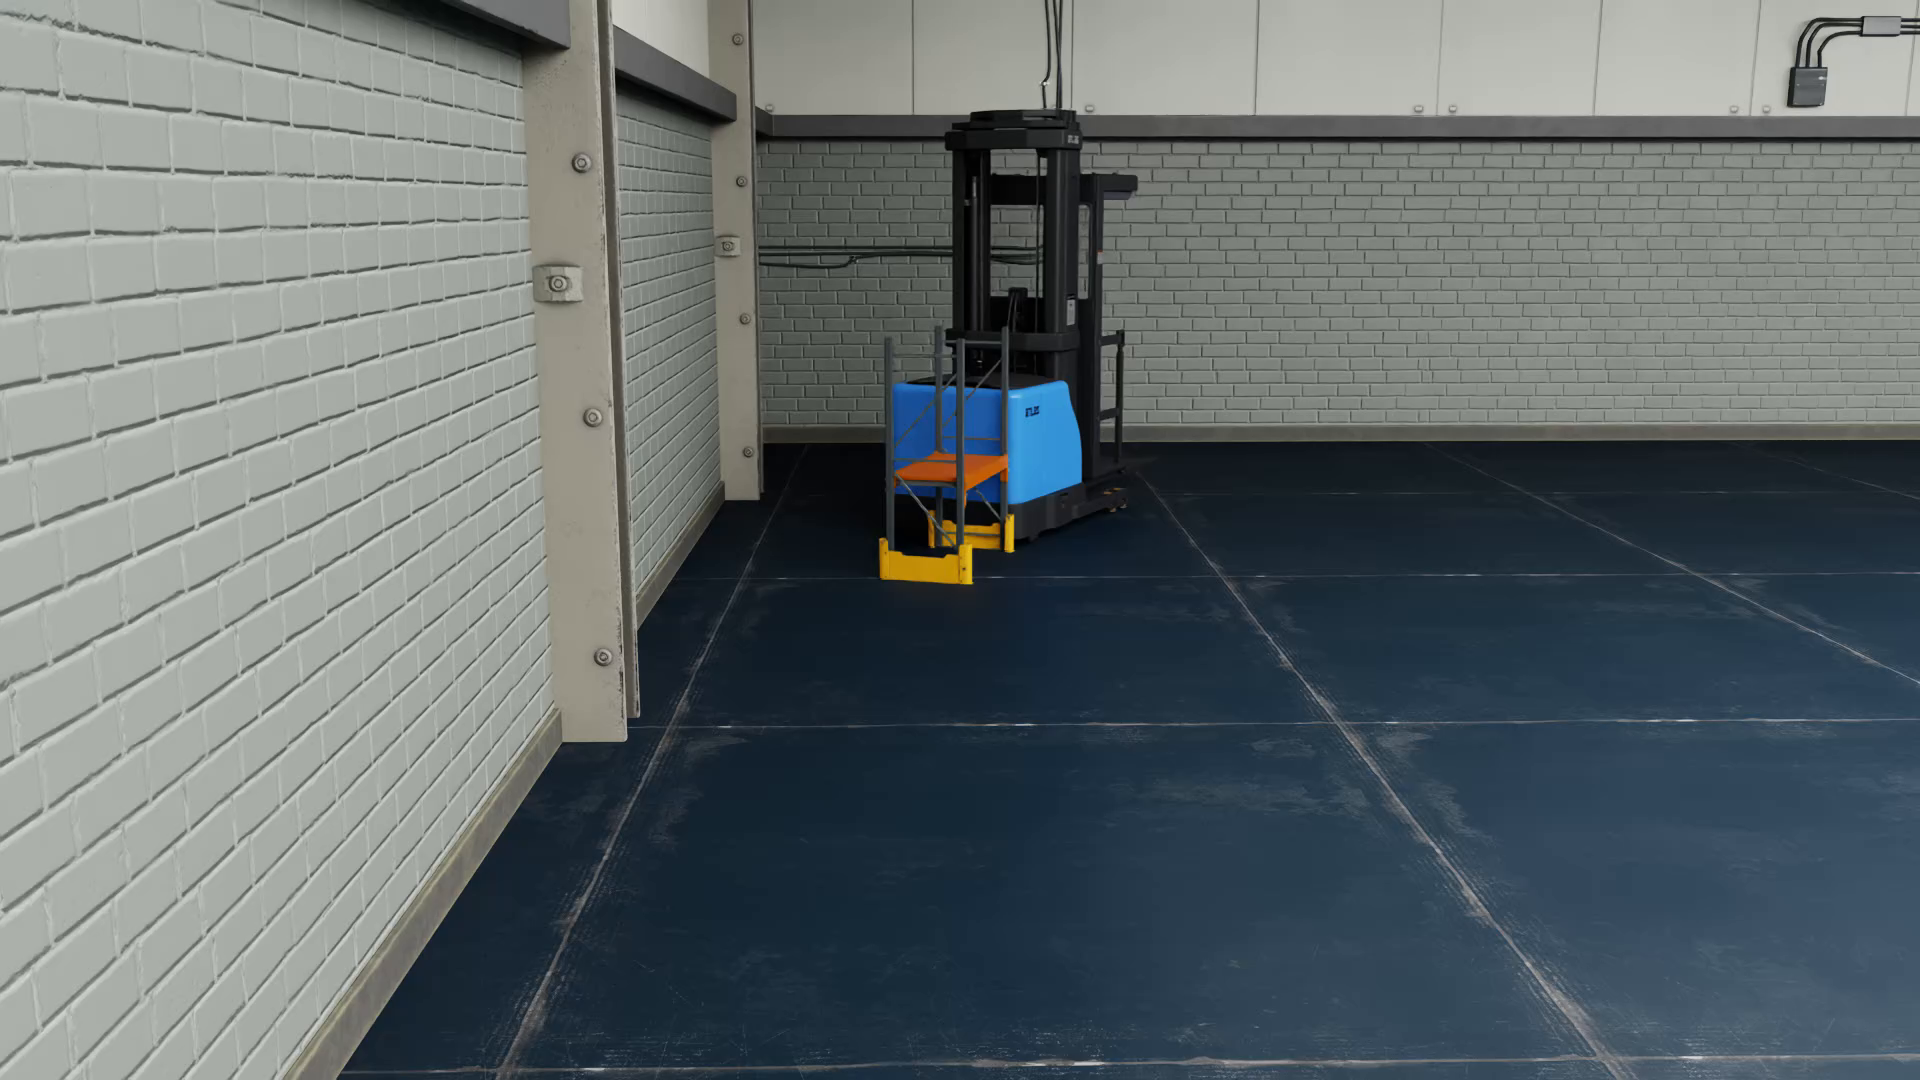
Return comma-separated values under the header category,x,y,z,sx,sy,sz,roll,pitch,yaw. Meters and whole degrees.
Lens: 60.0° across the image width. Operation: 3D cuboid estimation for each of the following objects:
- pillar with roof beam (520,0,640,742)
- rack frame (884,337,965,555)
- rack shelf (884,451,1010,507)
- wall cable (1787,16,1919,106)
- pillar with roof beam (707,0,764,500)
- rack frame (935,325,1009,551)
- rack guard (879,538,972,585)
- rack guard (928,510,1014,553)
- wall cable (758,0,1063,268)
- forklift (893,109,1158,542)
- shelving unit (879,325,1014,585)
category,x,y,z,sx,sy,sz,roll,pitch,yaw
pillar with roof beam,2.689,-3.590,6.620,9.100,9.000,0.400,0,11,-1
rack frame,-0.214,-0.481,10.159,0.500,1.500,0.032,3,12,16
rack shelf,-0.068,-0.402,10.671,0.538,0.185,1.000,3,12,16
wall cable,9.013,-7.058,15.164,2.305,6.003,0.169,0,11,-1
pillar with roof beam,2.565,-4.782,12.499,9.100,9.000,0.400,0,11,-1
rack frame,0.078,-0.675,11.113,0.500,1.500,0.032,3,12,16
rack guard,-0.214,0.131,10.284,0.587,0.250,0.087,3,12,16
rack guard,0.073,-0.059,11.219,0.587,0.250,0.087,3,12,16
wall cable,-0.478,-3.834,15.634,3.097,2.526,0.112,0,11,-1
forklift,0.644,-1.675,12.446,1.130,2.935,3.031,6,13,28
shelving unit,-0.071,-0.576,10.627,0.587,1.500,1.083,3,12,16
